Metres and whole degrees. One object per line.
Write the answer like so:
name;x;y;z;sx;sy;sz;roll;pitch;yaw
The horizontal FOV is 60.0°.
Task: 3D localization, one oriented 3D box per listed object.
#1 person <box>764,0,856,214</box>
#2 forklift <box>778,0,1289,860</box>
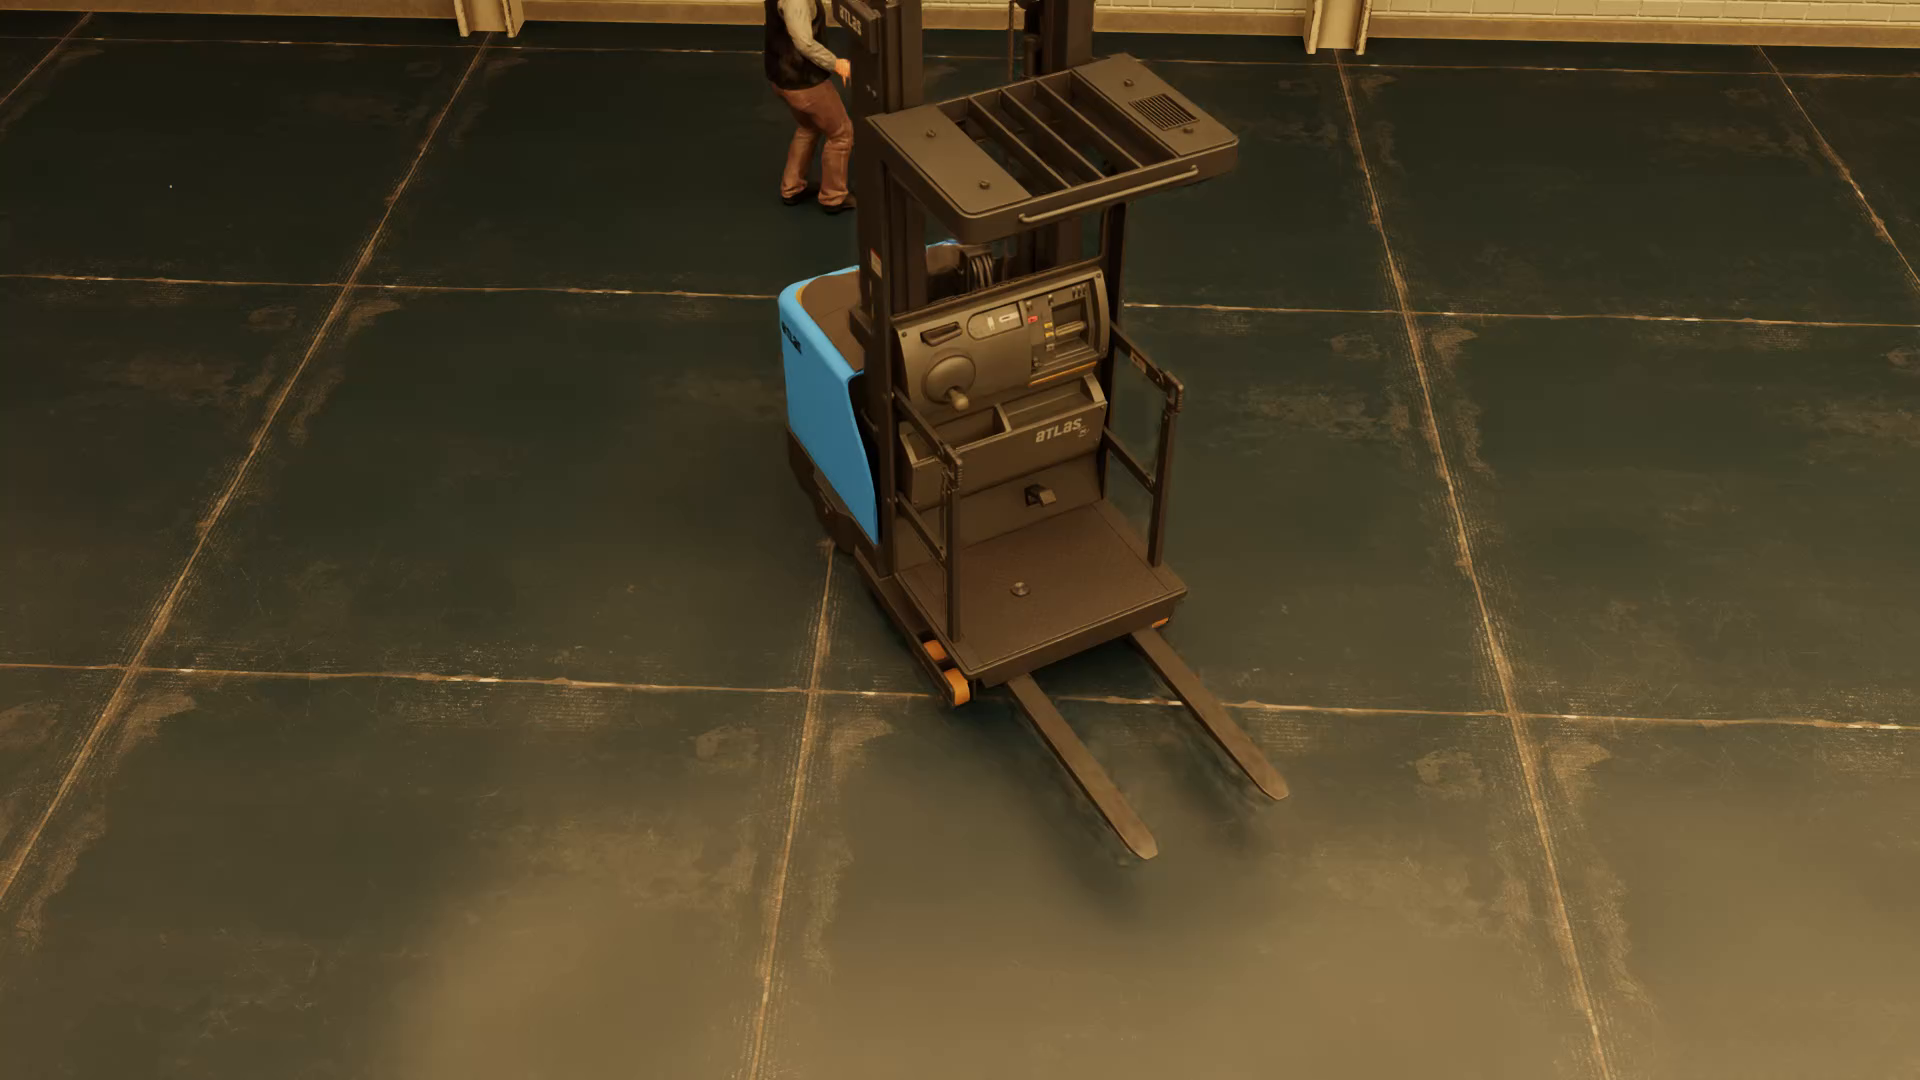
person;-0.873;-2.716;9.652;0.516;1.687;0.731;-20;46;-21
forklift;0.286;-0.719;6.530;1.130;2.935;3.031;-20;46;-20
